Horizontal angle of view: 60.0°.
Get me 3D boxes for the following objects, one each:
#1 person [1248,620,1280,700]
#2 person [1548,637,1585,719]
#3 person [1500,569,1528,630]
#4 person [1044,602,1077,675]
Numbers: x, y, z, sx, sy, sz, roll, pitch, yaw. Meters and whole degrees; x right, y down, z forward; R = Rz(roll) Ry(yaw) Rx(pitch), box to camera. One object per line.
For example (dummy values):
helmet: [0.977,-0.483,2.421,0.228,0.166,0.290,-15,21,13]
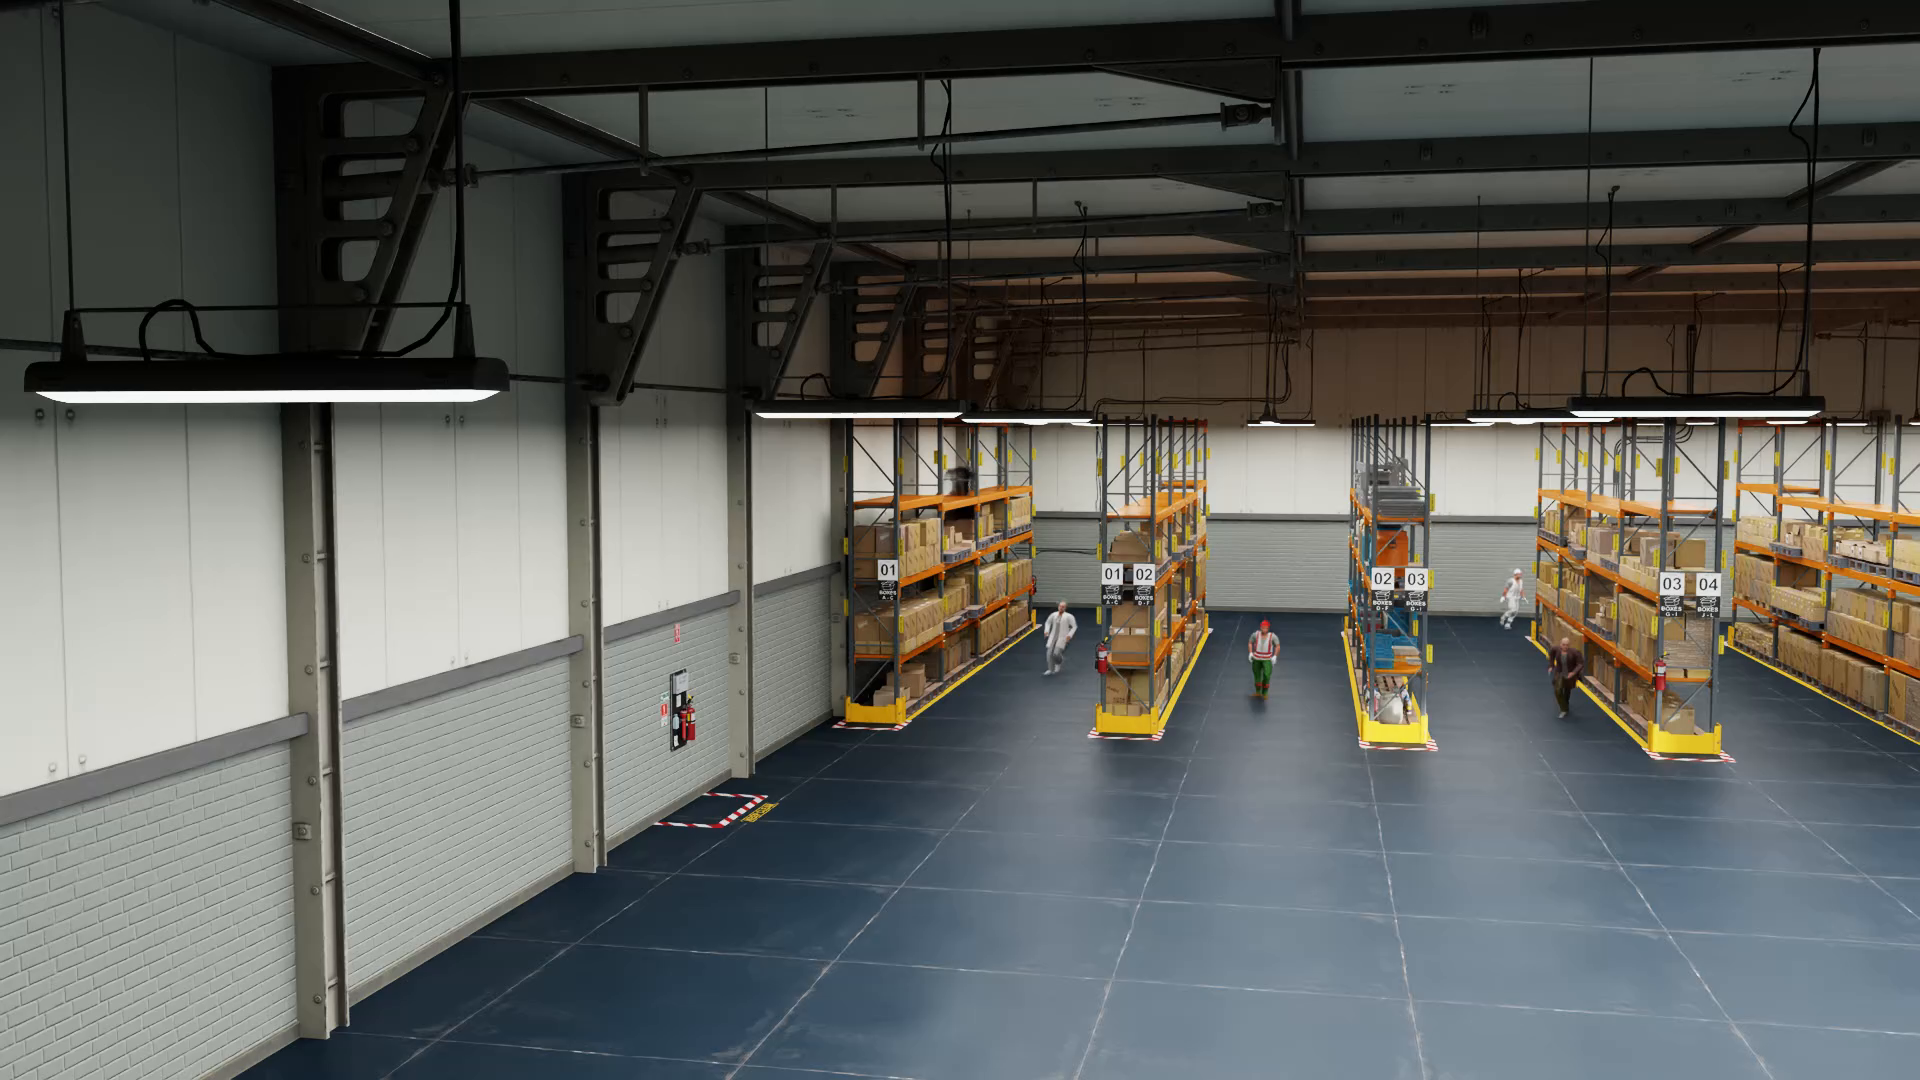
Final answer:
person: [6.441,2.528,35.254,0.654,1.709,0.694,2,4,24]
person: [12.119,2.703,33.191,0.704,1.624,1.119,2,4,26]
person: [15.785,1.694,47.430,0.671,1.732,0.587,-2,4,-29]
person: [2.309,2.297,38.663,0.771,1.712,0.573,2,4,25]
